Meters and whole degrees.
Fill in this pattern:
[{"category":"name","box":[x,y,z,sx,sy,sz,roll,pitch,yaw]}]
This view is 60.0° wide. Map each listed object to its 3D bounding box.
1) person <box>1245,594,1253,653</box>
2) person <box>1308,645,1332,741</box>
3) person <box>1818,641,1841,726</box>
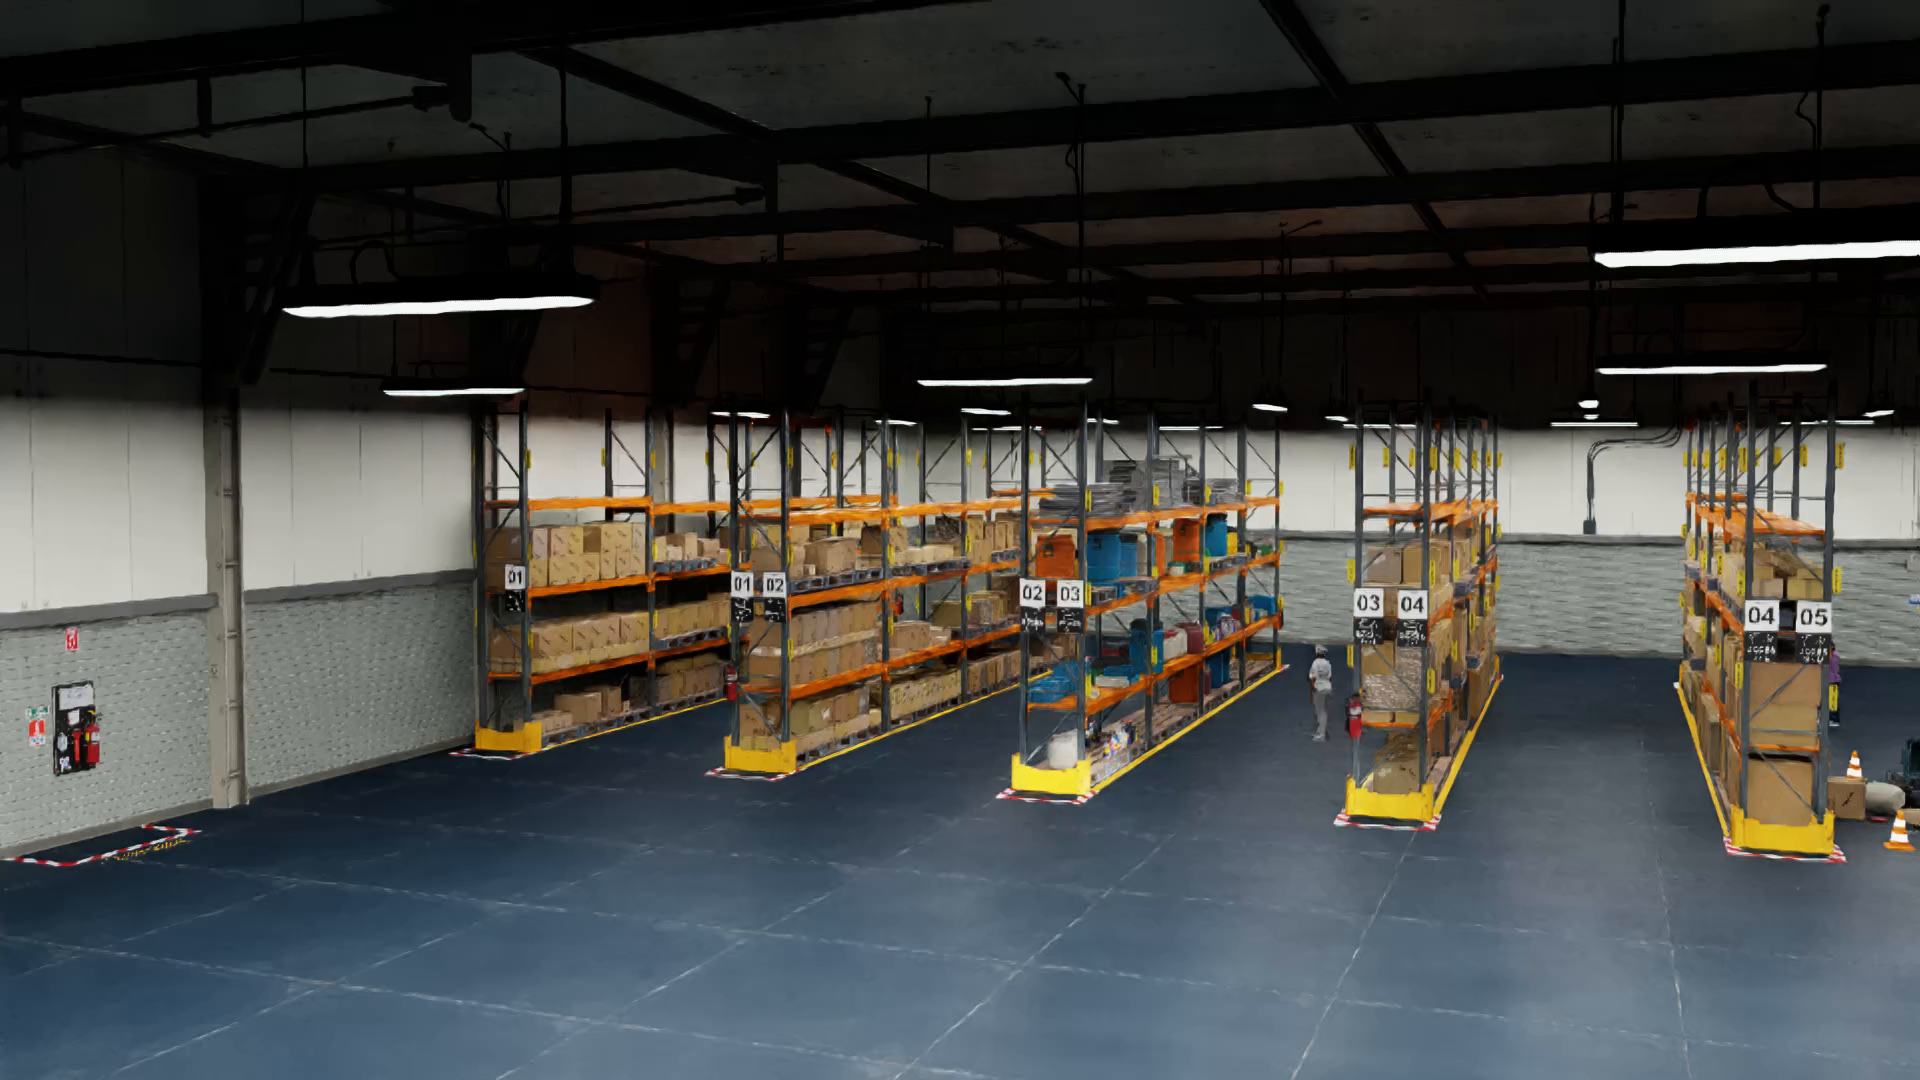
[{"category":"person","box":[7.033,2.174,41.233,0.647,1.644,0.417,-2,3,-36]},{"category":"person","box":[6.410,2.713,29.655,0.581,1.663,0.551,-3,4,-42]},{"category":"person","box":[16.304,2.694,31.206,0.522,1.550,0.527,-2,3,-37]}]
